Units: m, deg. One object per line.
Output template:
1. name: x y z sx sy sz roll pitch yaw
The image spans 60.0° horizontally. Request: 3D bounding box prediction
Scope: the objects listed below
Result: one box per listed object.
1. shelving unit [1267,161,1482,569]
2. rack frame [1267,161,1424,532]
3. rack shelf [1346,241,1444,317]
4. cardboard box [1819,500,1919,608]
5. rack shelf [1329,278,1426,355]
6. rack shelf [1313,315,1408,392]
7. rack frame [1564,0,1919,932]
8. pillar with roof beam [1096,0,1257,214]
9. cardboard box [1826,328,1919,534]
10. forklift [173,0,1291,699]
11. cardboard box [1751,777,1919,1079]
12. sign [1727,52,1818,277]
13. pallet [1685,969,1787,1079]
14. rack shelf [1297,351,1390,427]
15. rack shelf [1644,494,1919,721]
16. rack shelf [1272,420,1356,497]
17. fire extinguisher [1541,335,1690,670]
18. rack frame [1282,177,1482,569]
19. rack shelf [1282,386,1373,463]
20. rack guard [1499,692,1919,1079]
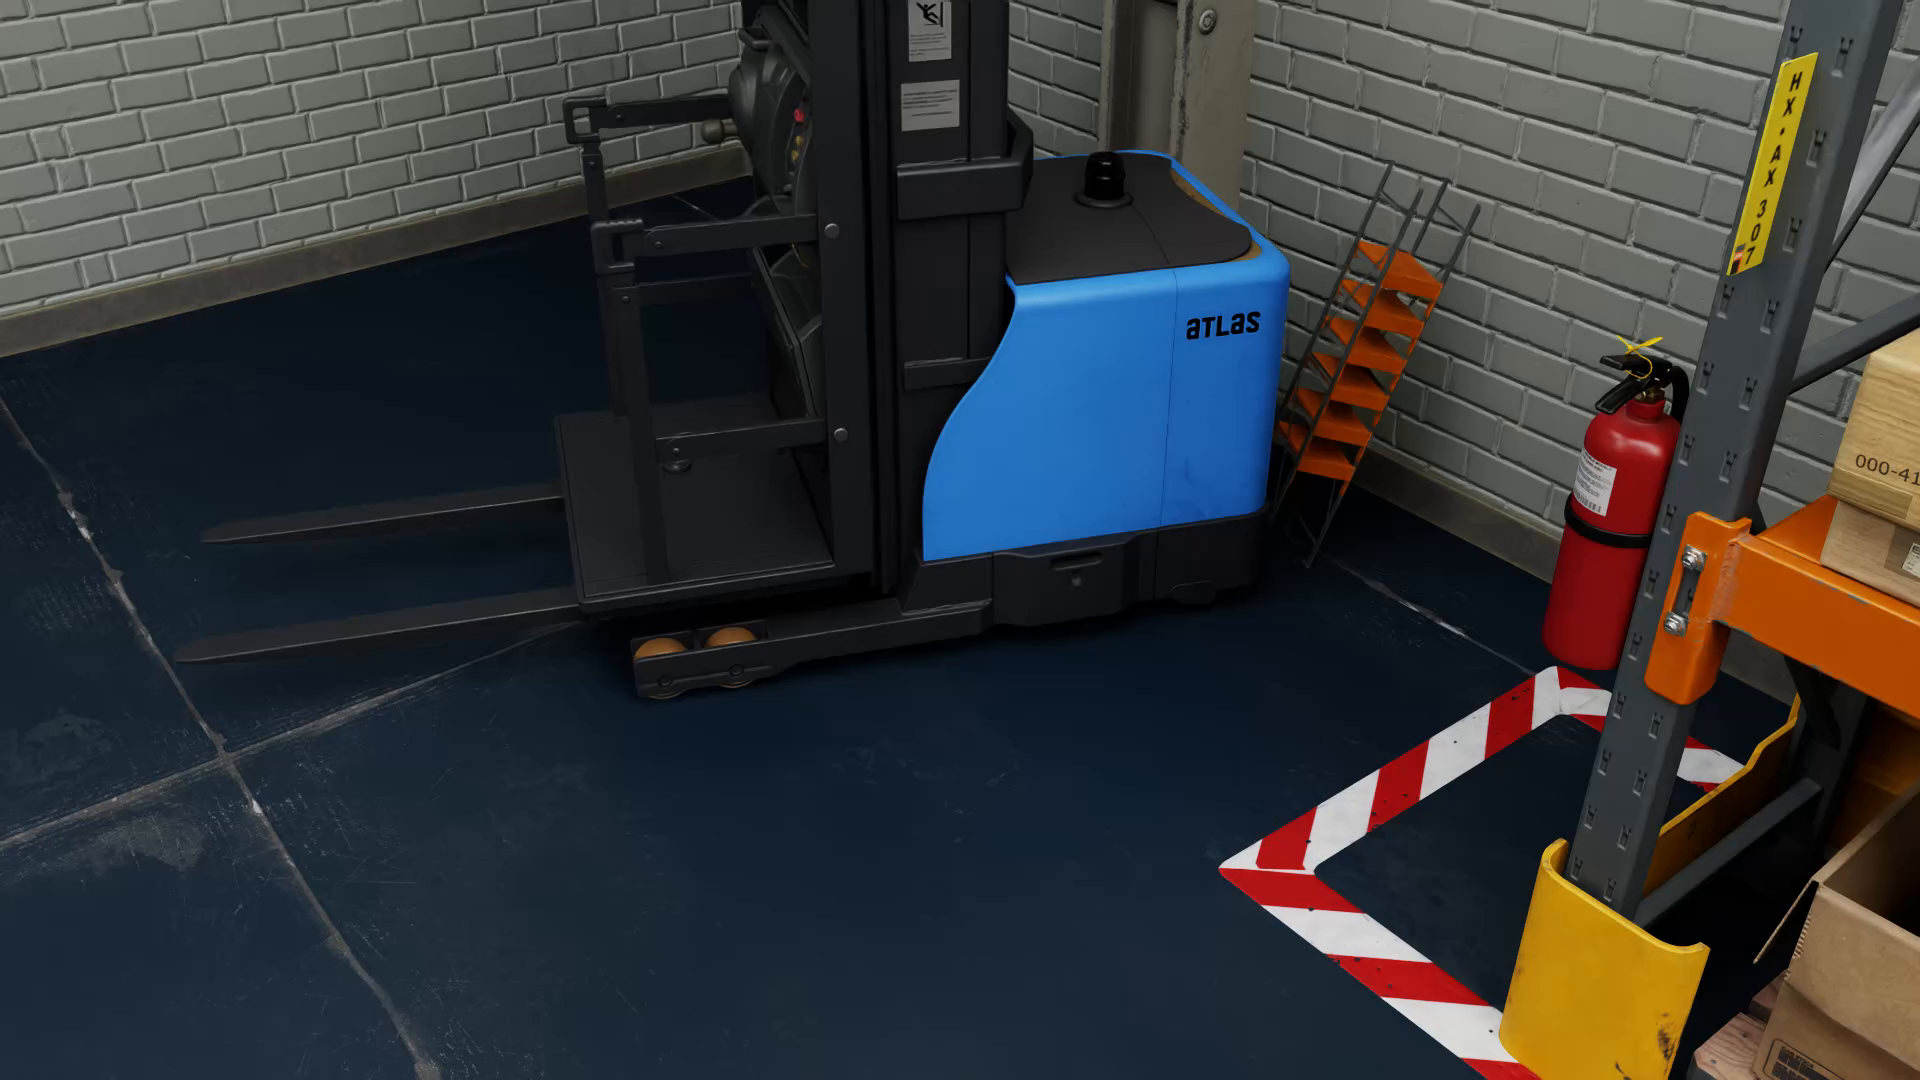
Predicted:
1. shelving unit: 1.141 -0.489 4.898 0.189 1.200 0.258 11 29 -16
2. rack frame: 1.055 -0.506 4.873 0.006 1.200 0.240 11 29 -16
3. rack shelf: 1.235 -0.753 4.752 0.180 0.103 0.258 11 29 -16
4. cardboard box: 1.627 -0.032 2.697 0.380 0.149 0.250 -23 38 -32
5. rack shelf: 1.199 -0.653 4.808 0.180 0.103 0.258 11 29 -16
6. rack shelf: 1.163 -0.552 4.863 0.180 0.103 0.258 11 29 -16
7. rack frame: 1.642 -0.365 2.995 1.000 3.000 0.127 -22 38 -31
8. pillar with roof beam: -2.700 -2.936 1.448 9.100 9.000 0.400 -22 38 -31
9. cardboard box: 1.707 -0.151 2.511 0.500 0.250 0.500 -22 38 -31
10. forklift: -0.671 -1.119 4.274 3.031 2.935 1.130 -8 33 -13
11. cardboard box: 1.942 0.803 3.083 0.797 0.503 0.637 -24 39 -33
12. sign: 1.213 -0.557 2.483 0.100 0.325 0.005 -22 38 -31
13. pallet: 2.178 1.183 3.145 1.003 0.211 1.213 -22 38 -31
14. rack shelf: 1.128 -0.452 4.919 0.180 0.103 0.258 11 29 -16
15. rack shelf: 2.868 0.774 1.842 1.077 0.370 4.000 -22 38 -31
16. rack shelf: 1.056 -0.252 5.030 0.180 0.103 0.258 11 29 -16
17. fire extinguisher: 1.186 -0.085 2.971 0.296 0.674 0.183 -22 38 -31
18. rack frame: 1.227 -0.473 4.924 0.006 1.200 0.240 11 29 -16
19. rack shelf: 1.092 -0.352 4.975 0.180 0.103 0.258 11 29 -16
20. rack guard: 1.688 0.729 3.603 1.175 0.500 0.348 -22 38 -31
